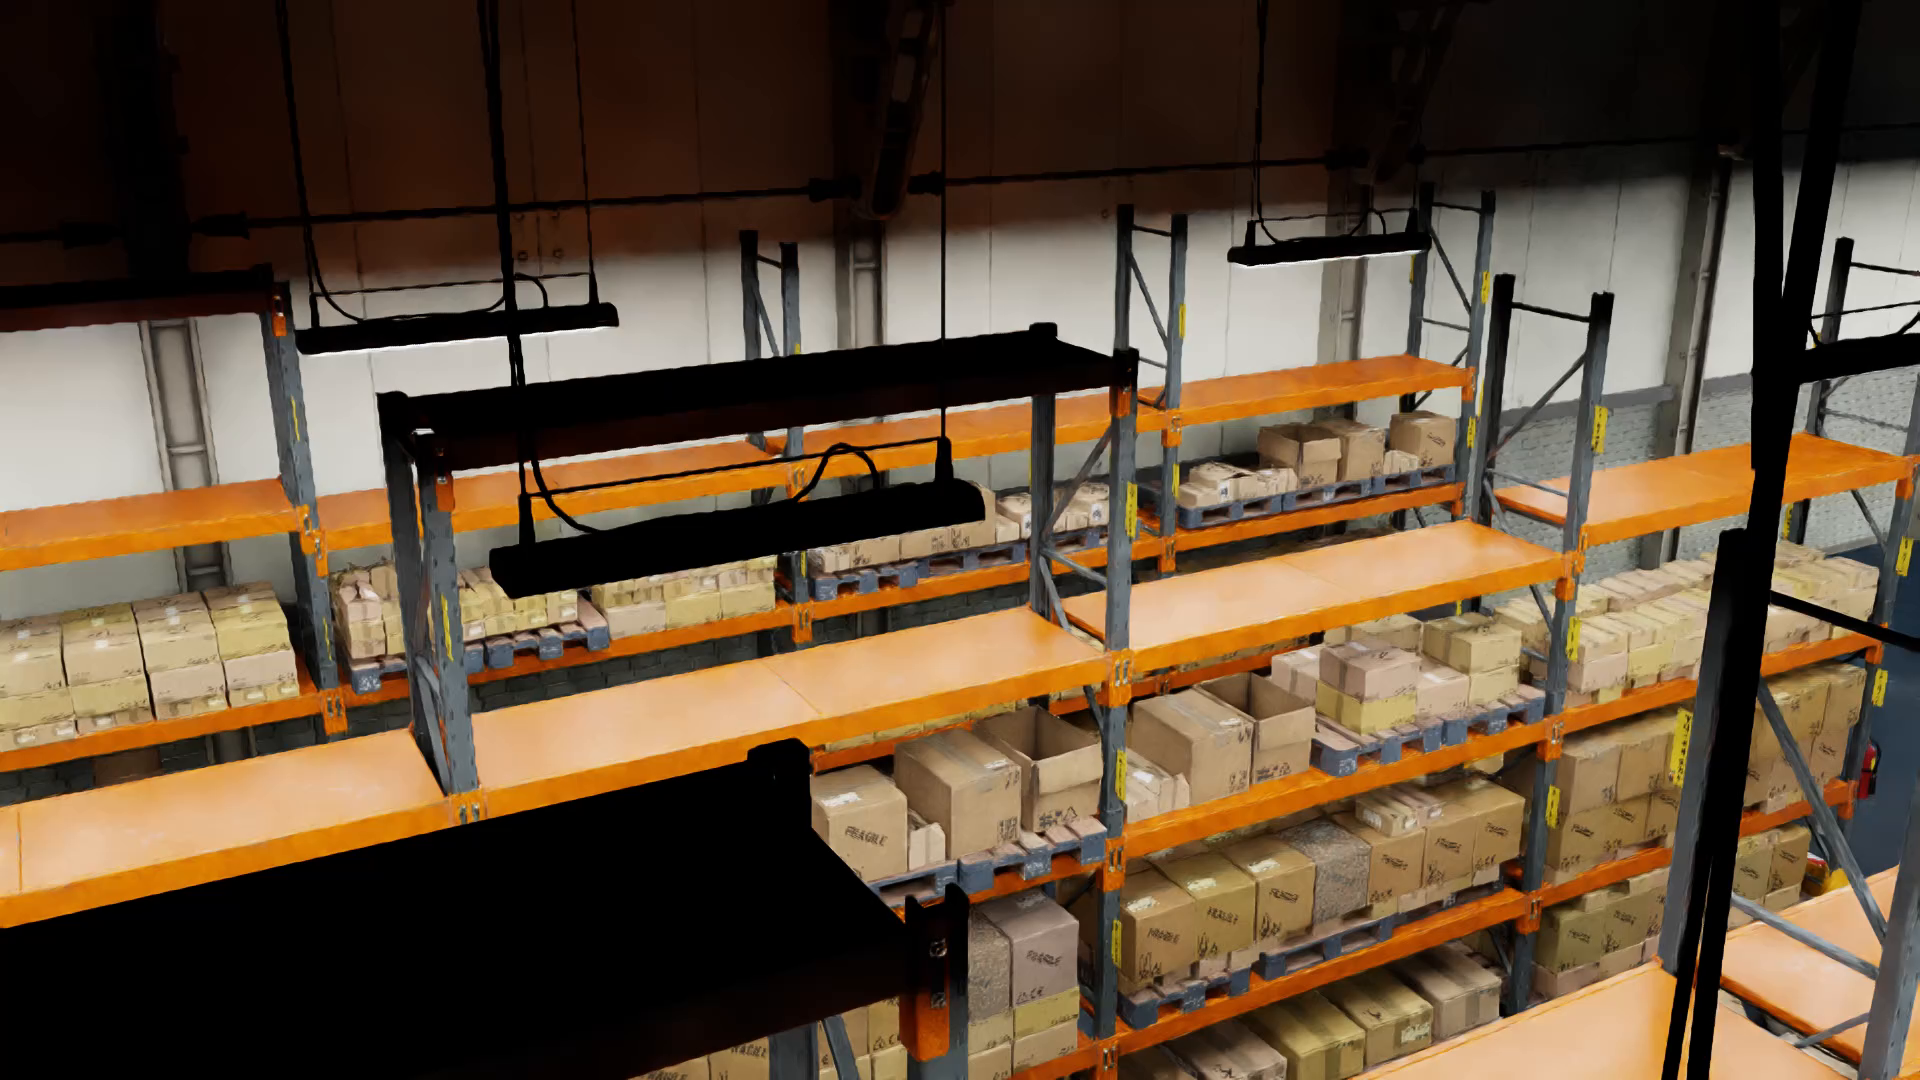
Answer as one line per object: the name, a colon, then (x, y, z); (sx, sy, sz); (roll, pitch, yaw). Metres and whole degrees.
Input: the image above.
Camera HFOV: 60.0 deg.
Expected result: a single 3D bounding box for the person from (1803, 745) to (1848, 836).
person: (8.486, 2.029, 16.551); (0.701, 1.769, 0.554); (11, 21, 31)
